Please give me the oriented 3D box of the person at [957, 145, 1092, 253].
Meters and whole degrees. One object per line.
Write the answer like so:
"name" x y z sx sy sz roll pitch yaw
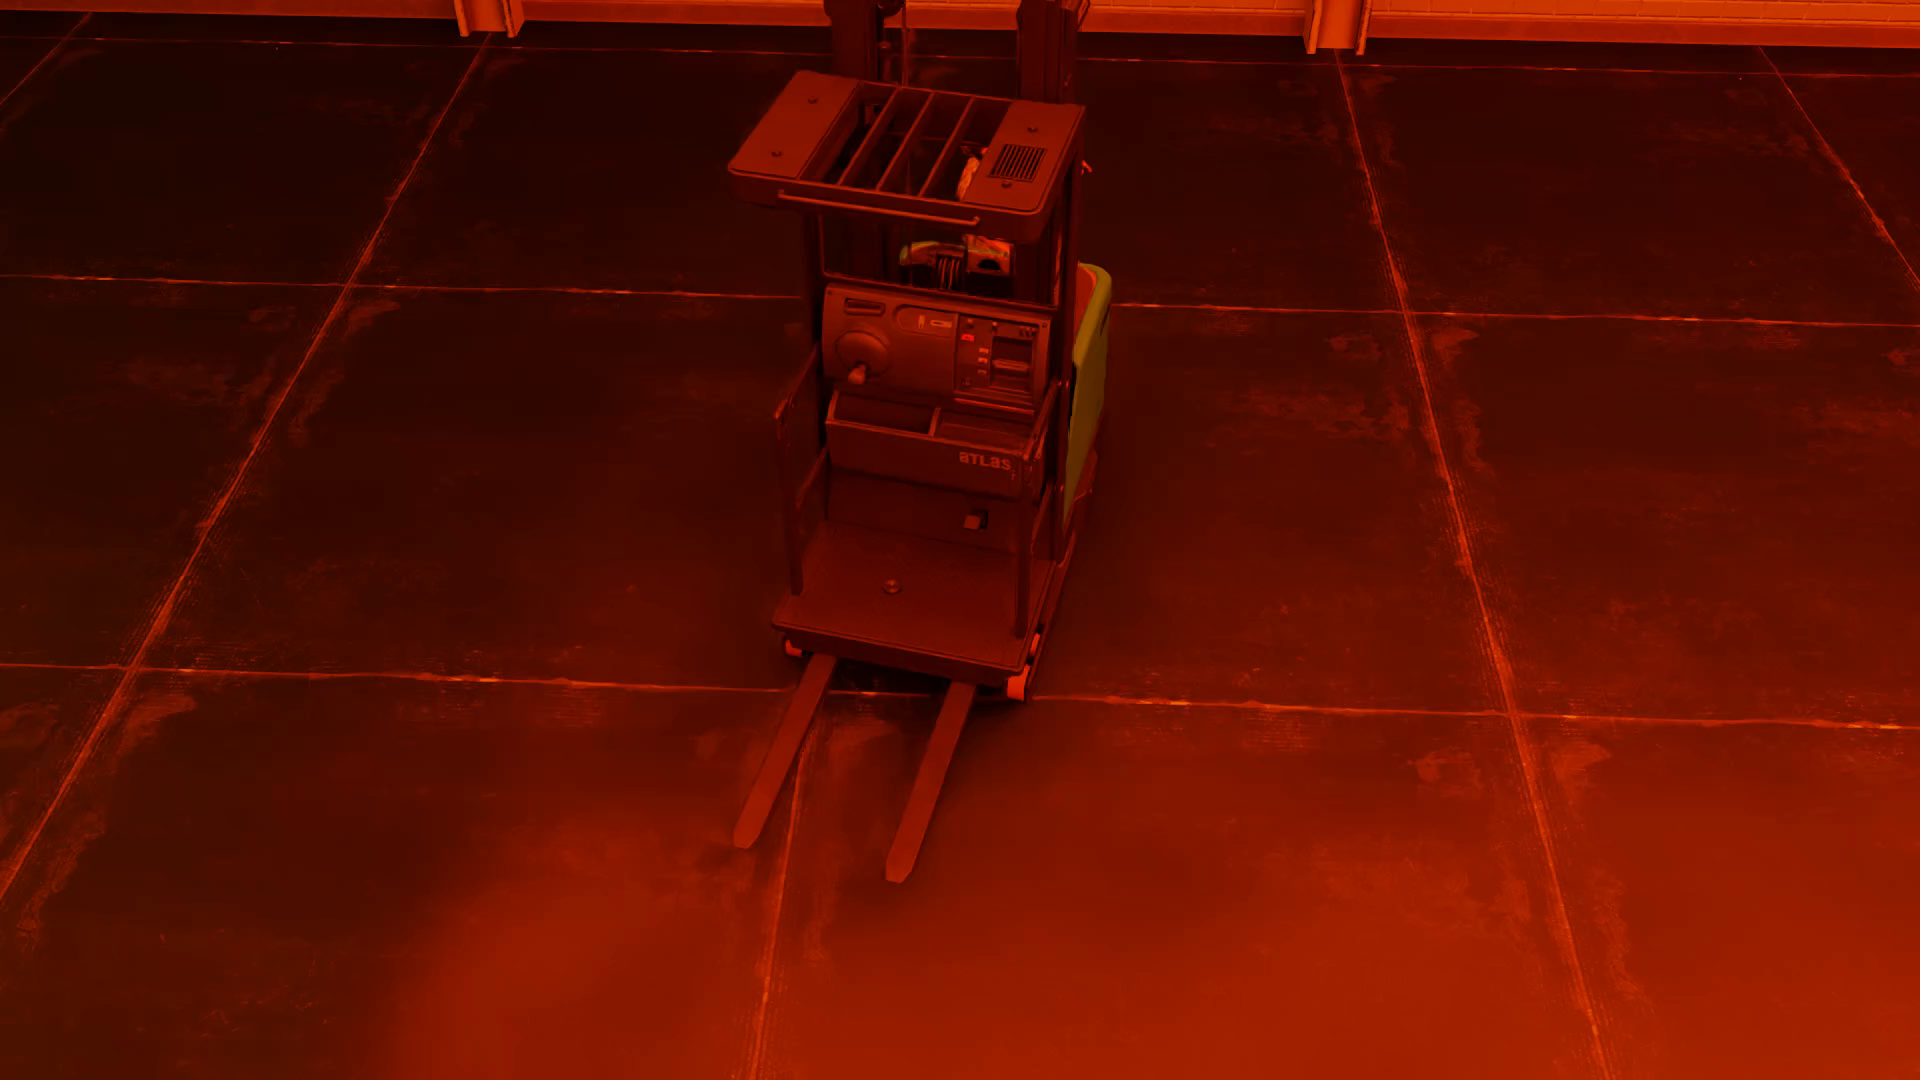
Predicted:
"person" 0.382 -1.437 8.432 0.797 1.415 0.975 1 42 1

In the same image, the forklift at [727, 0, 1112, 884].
"forklift" -0.153 -0.684 6.492 1.130 2.935 3.031 10 43 11
